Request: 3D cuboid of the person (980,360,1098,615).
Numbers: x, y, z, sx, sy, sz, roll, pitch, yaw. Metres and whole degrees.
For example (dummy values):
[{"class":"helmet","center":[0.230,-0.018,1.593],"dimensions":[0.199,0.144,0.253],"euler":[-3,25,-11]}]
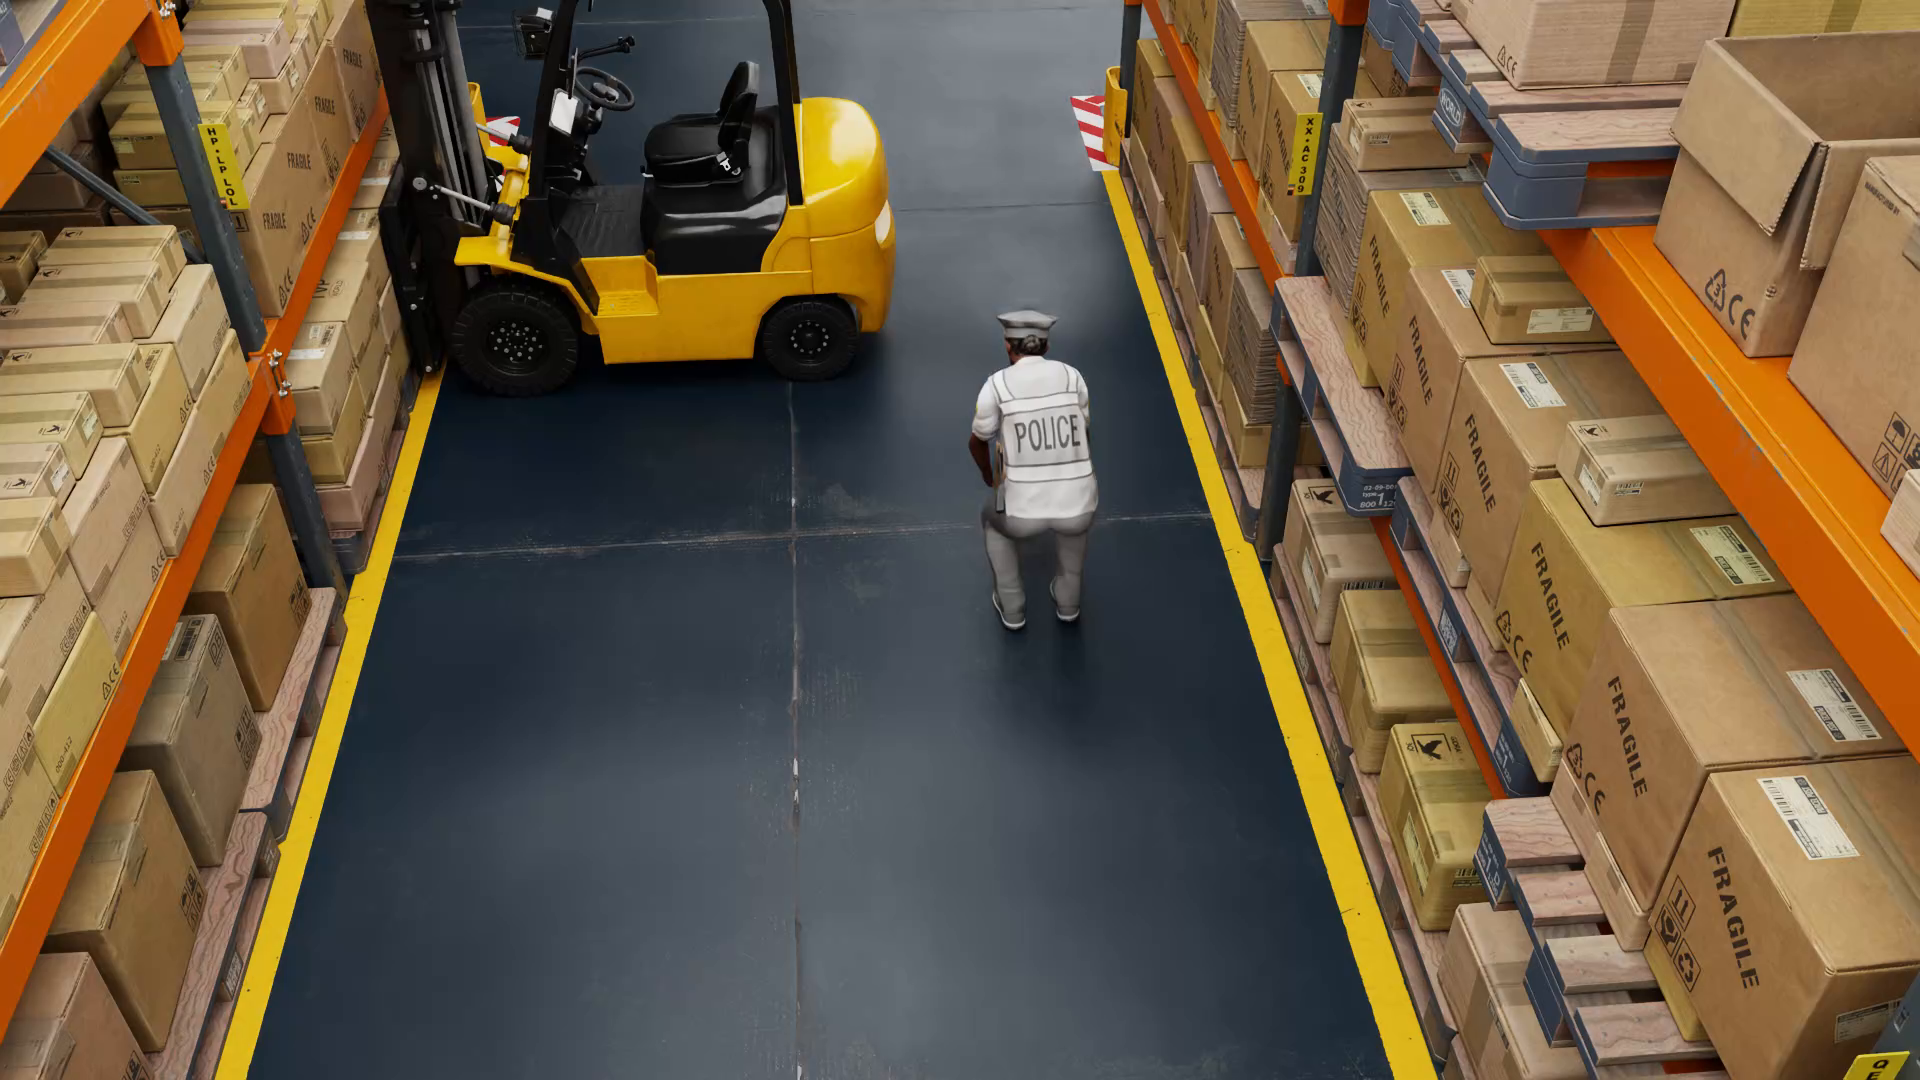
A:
[{"class":"person","center":[0.324,-0.154,6.692],"dimensions":[0.443,1.104,0.532],"euler":[-3,39,-4]}]
